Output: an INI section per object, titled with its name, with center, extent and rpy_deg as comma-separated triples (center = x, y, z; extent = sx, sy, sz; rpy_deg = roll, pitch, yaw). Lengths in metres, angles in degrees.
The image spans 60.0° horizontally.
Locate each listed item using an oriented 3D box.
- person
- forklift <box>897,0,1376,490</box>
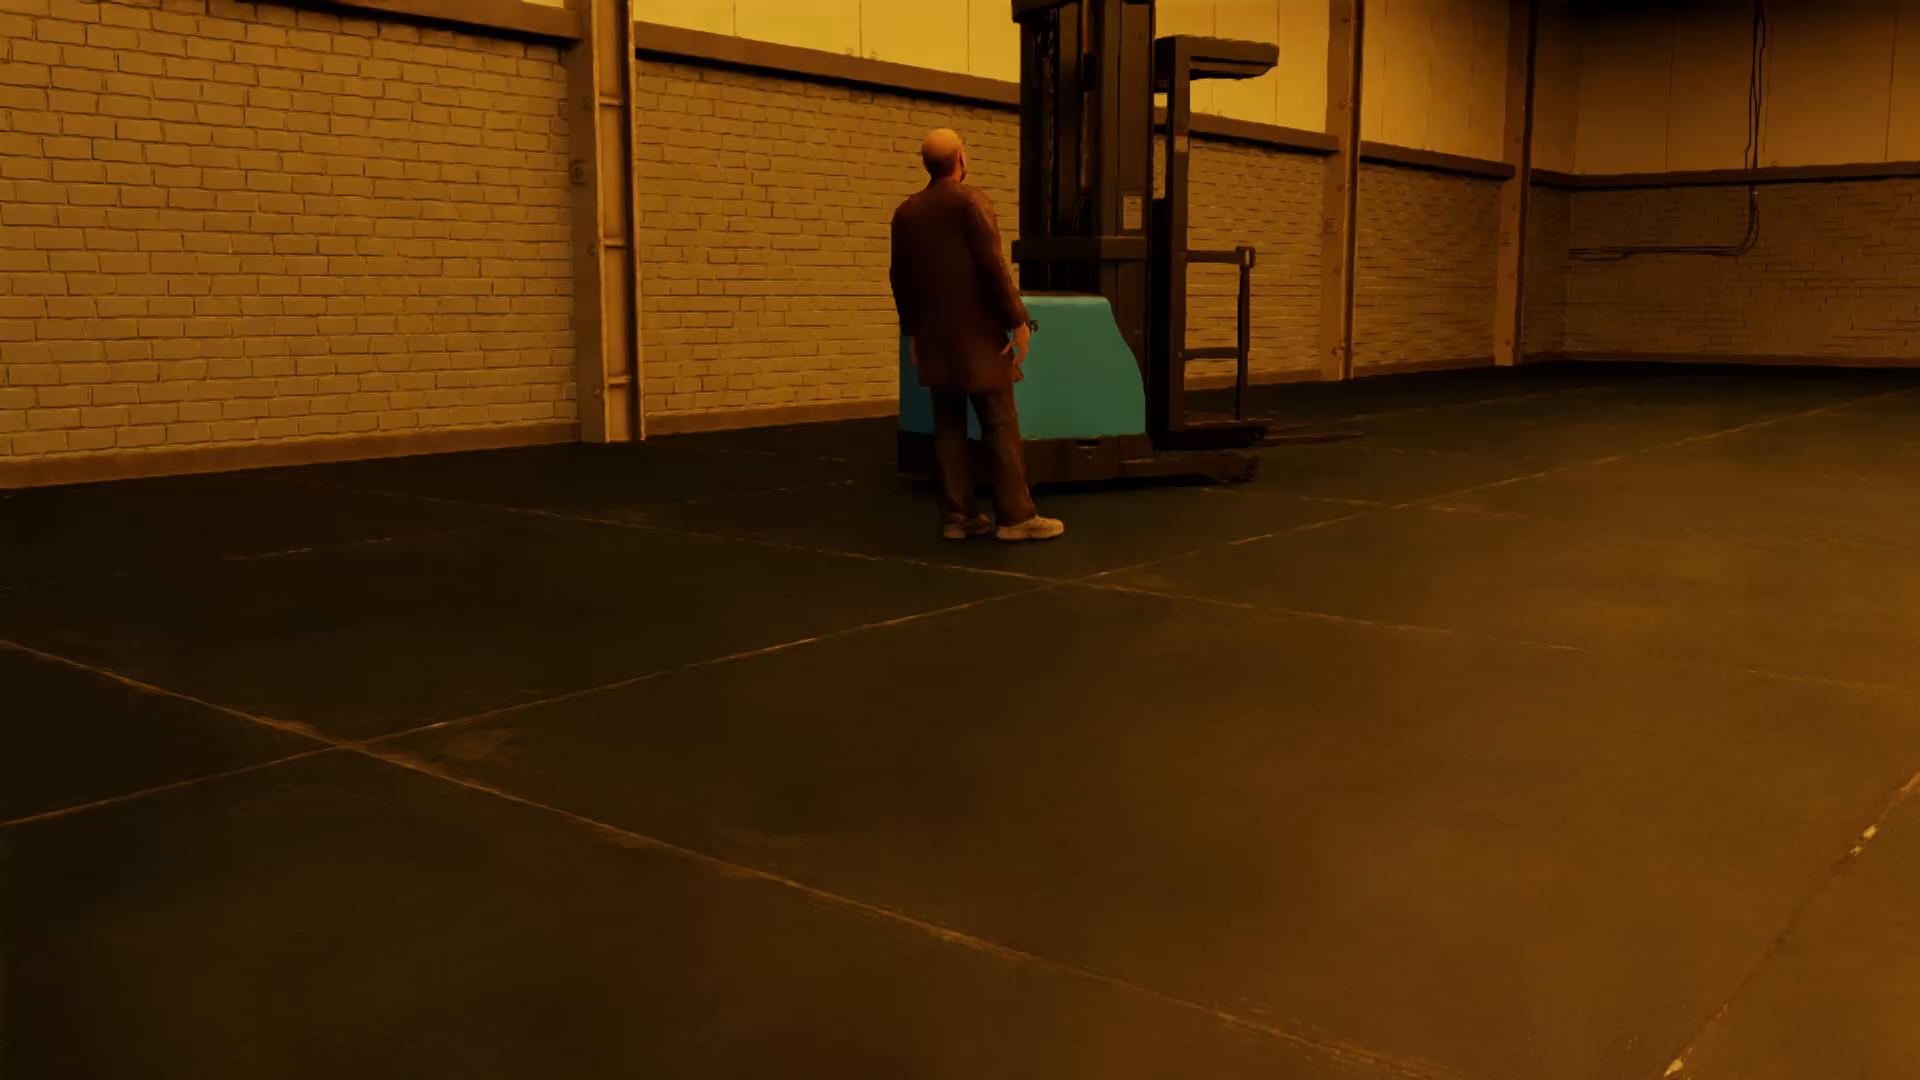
[person]
center = 0.061, -0.897, 7.343
extent = 0.694, 1.776, 0.580
rpy_deg = 7, 11, 38
[forklift]
center = 1.165, -1.840, 9.856
extent = 3.031, 2.935, 1.130
rpy_deg = -5, 10, -31
